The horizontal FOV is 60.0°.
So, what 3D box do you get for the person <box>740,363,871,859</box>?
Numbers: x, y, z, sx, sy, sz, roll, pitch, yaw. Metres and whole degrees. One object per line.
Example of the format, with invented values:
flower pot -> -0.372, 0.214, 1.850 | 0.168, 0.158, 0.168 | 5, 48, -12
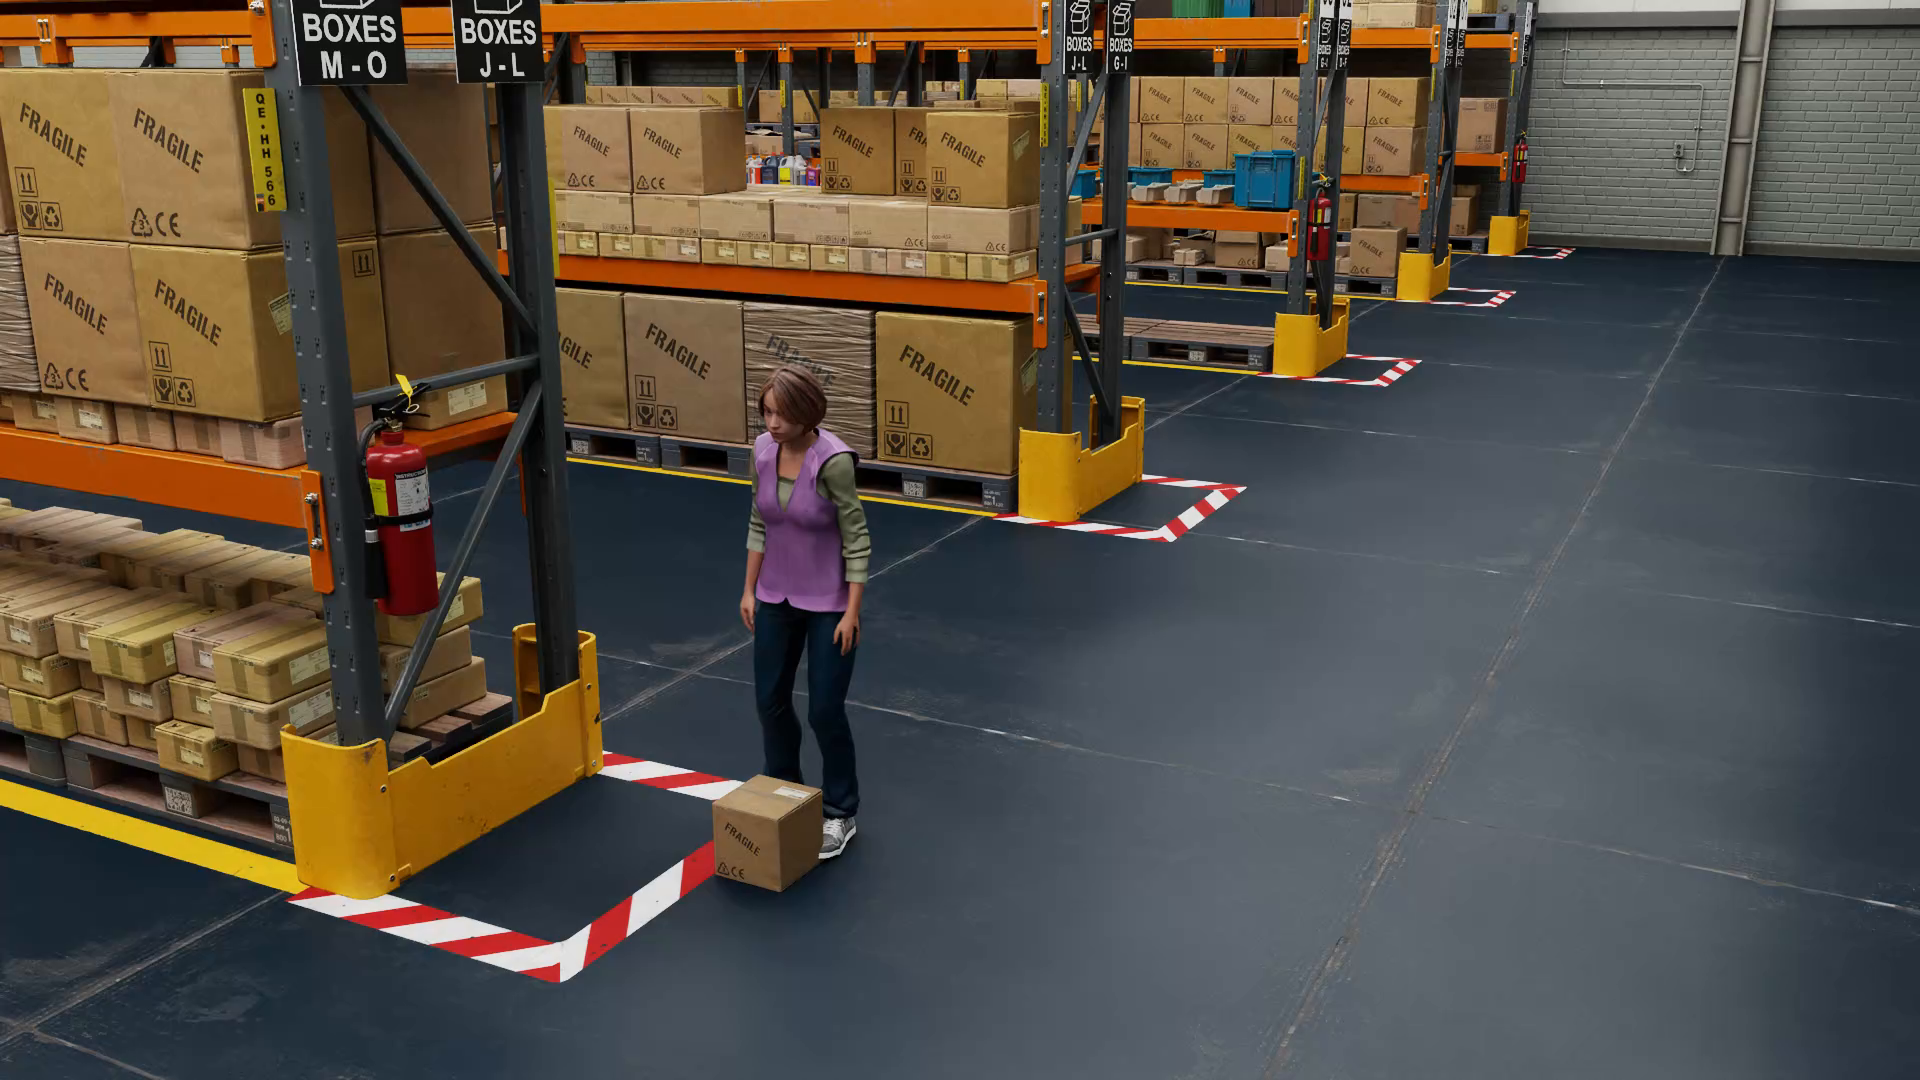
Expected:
person -> -0.493, 0.220, 5.290 | 0.459, 1.591, 0.348 | 9, 18, 29
